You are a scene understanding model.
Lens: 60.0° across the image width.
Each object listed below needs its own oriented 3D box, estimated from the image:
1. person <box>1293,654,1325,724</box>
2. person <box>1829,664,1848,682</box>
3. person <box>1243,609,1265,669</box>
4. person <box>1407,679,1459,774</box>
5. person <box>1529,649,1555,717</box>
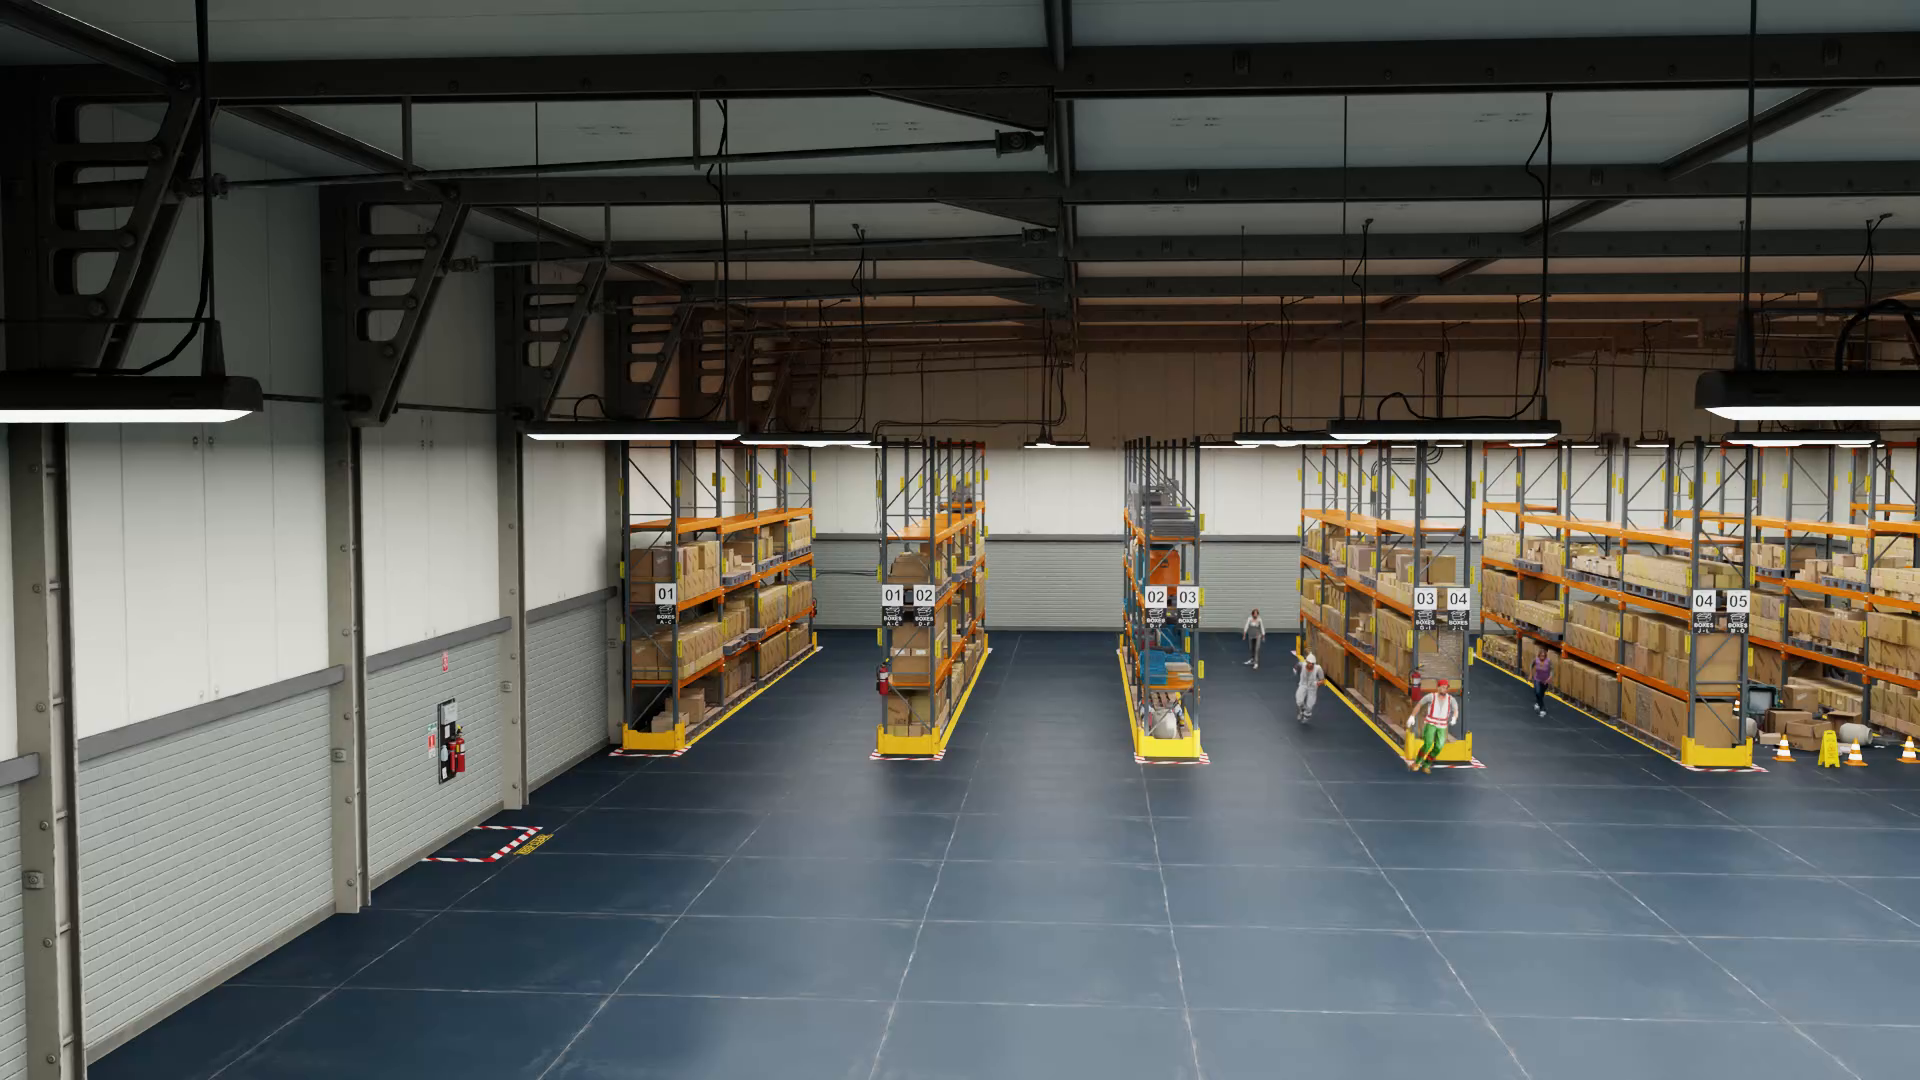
[{"bbox_3d":[7.219,3.094,34.509,0.704,1.529,1.008,1,3,18],"label":"person"},{"bbox_3d":[21.172,2.787,40.159,0.572,1.612,0.580,0,3,-1],"label":"person"},{"bbox_3d":[7.797,2.591,44.086,0.570,1.548,0.834,1,3,24],"label":"person"},{"bbox_3d":[8.449,3.319,29.499,0.849,1.710,0.633,0,3,-8],"label":"person"},{"bbox_3d":[12.623,3.121,36.098,0.530,1.343,0.964,1,3,18],"label":"person"}]
